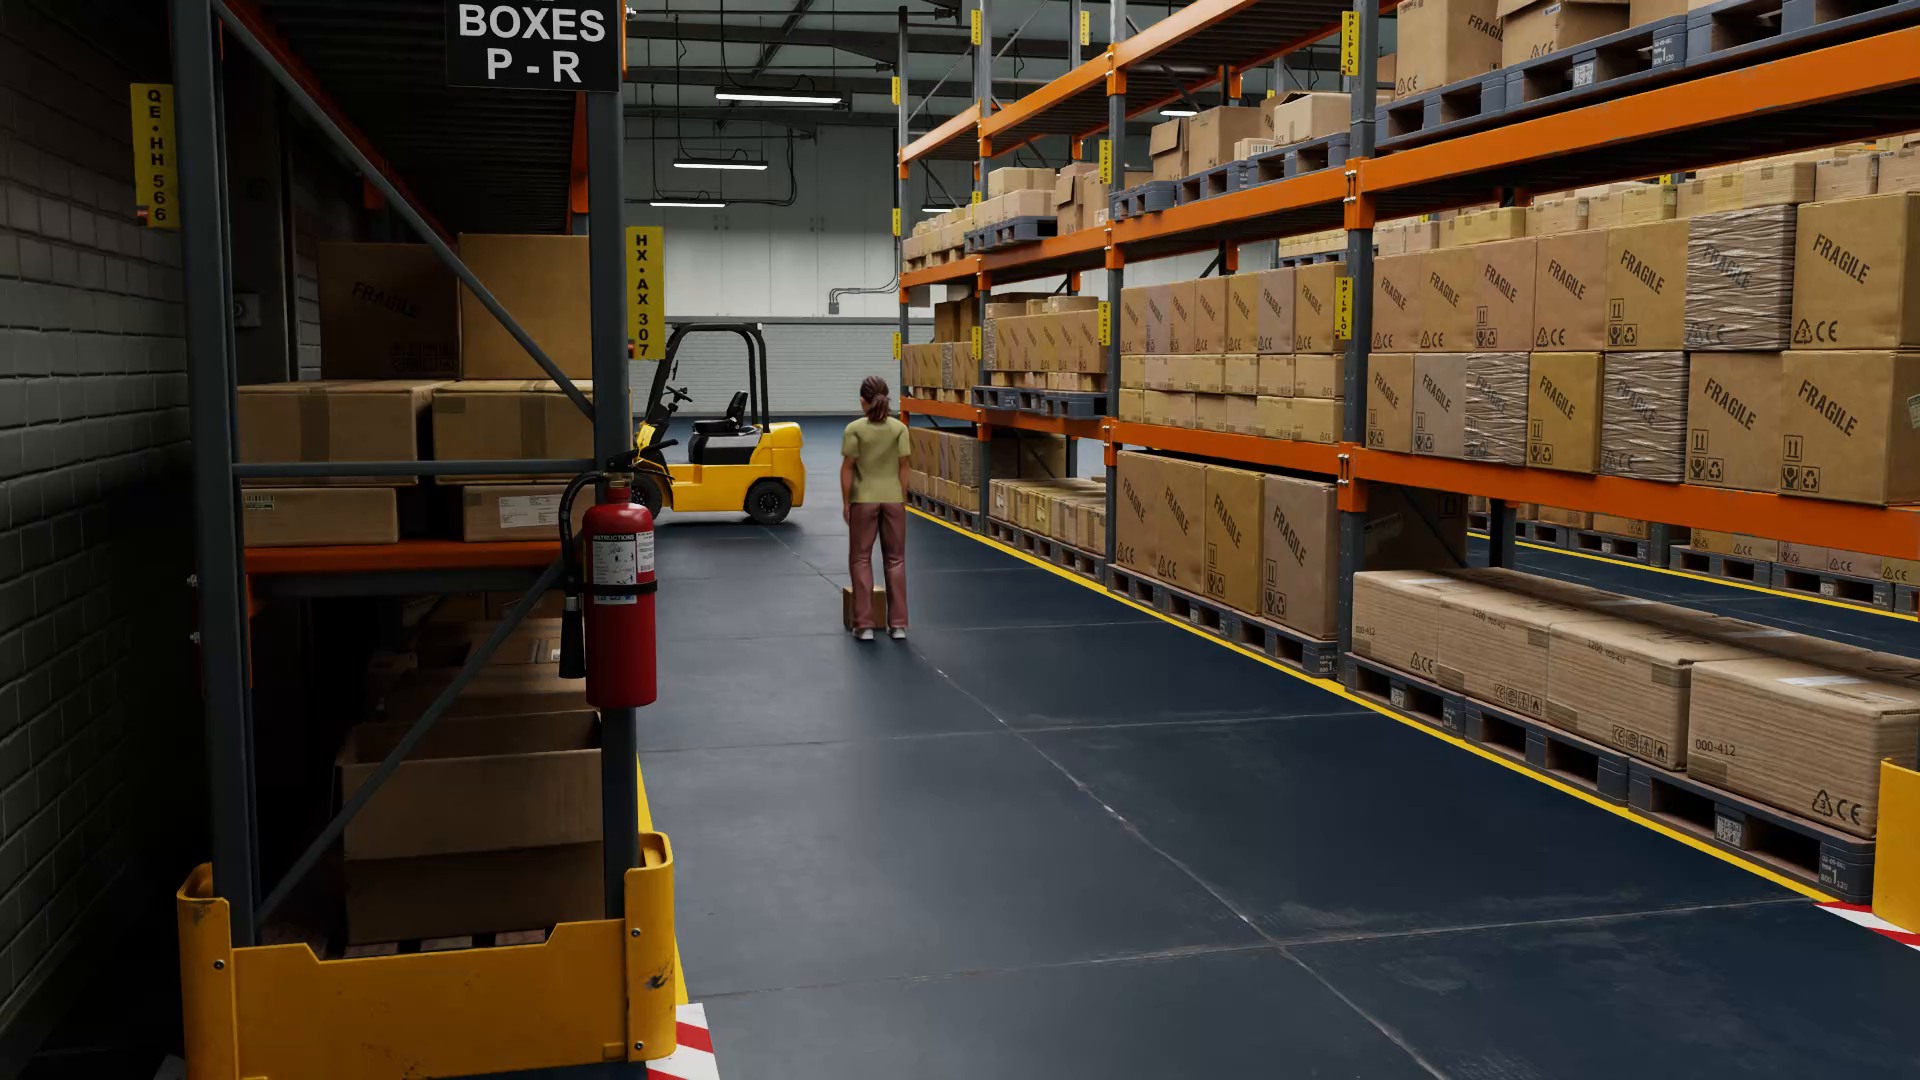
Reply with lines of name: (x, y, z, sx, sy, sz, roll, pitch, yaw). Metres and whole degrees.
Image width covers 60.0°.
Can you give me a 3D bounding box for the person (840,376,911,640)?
person: (-0.537, -0.201, 10.544, 0.447, 1.671, 0.360, -1, 6, -13)
